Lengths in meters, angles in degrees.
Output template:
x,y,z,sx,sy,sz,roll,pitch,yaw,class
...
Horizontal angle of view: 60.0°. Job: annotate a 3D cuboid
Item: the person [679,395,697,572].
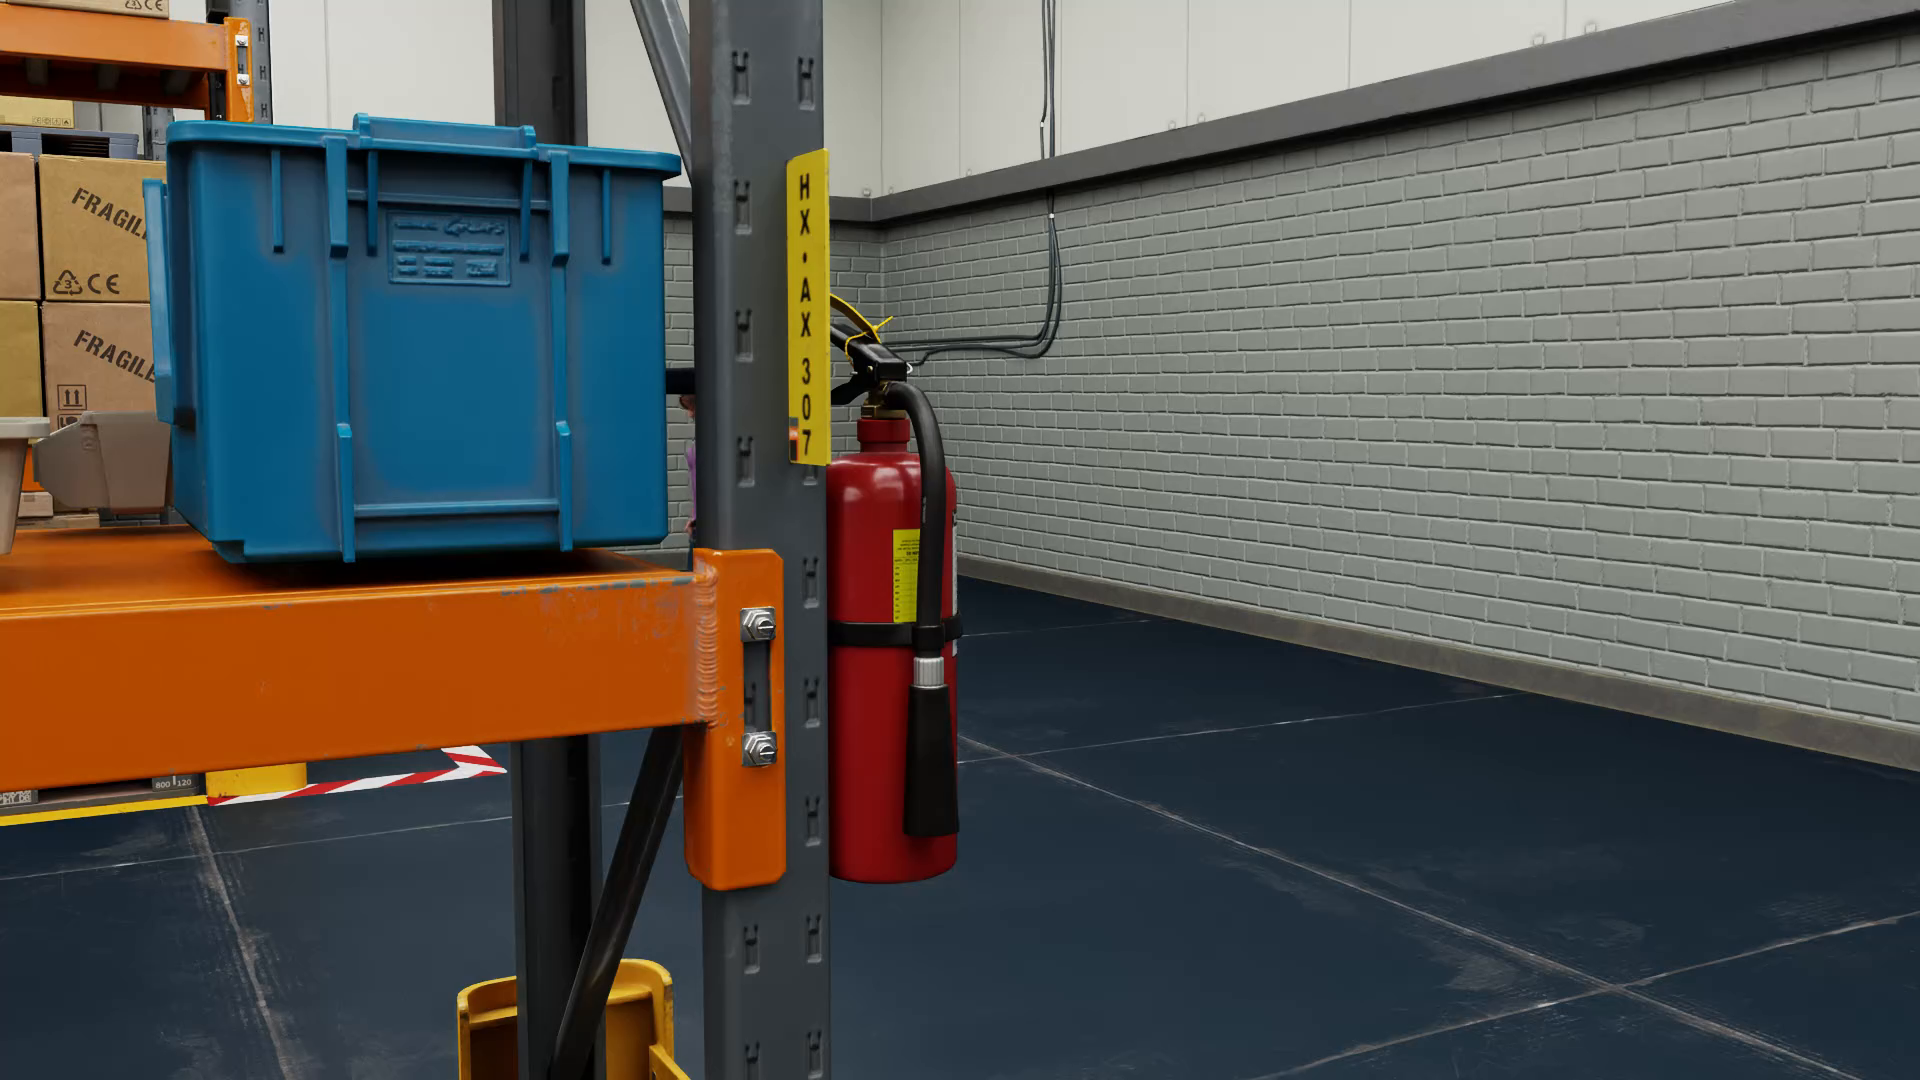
x,y,z,sx,sy,sz,roll,pitch,yaw,class
-1.290,-0.069,8.779,0.368,1.550,0.423,-3,6,-27,person
